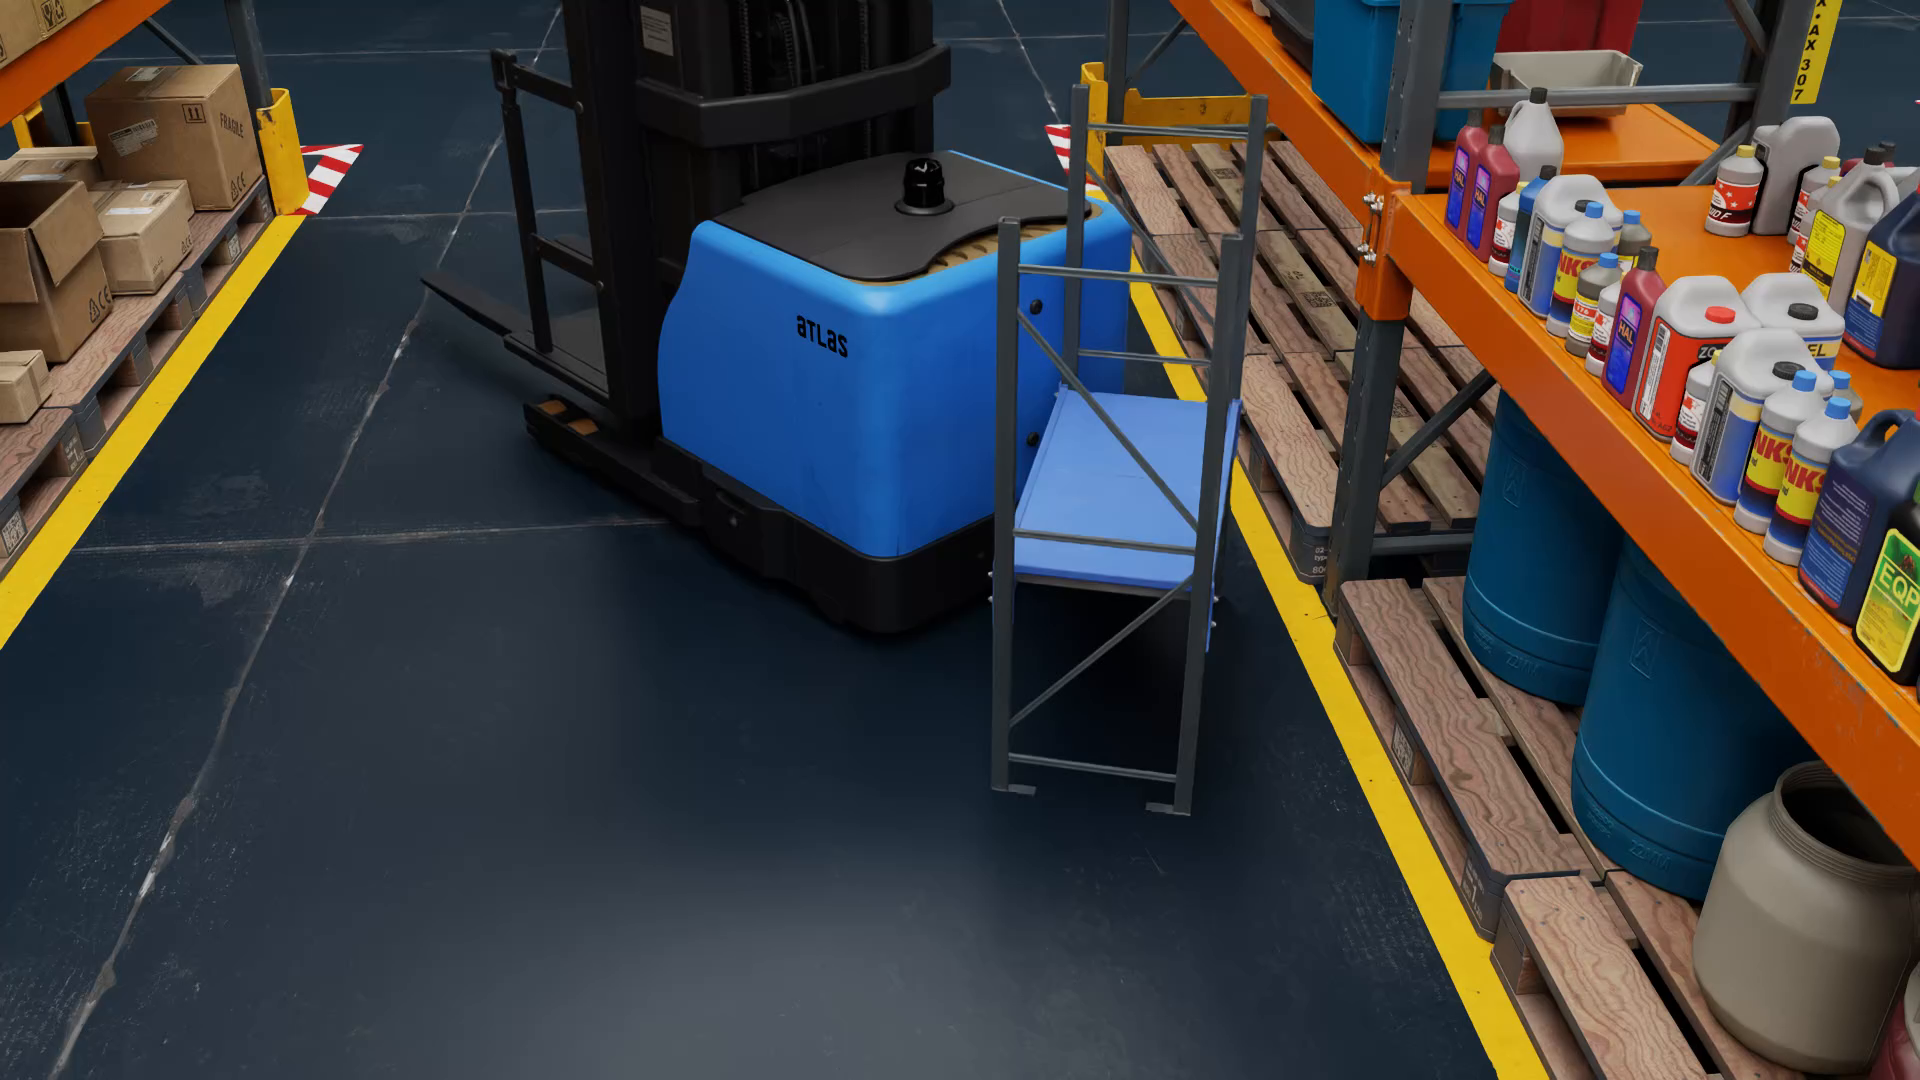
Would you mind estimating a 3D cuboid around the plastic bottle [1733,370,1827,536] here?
[{"bbox_3d":[1.336,-0.145,2.693,0.097,0.271,0.097,0,31,0],"label":"plastic bottle"}]

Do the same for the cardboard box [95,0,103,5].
[{"bbox_3d":[-3.320,-2.221,5.946,0.500,0.500,0.500,-3,31,-4],"label":"cardboard box"}]

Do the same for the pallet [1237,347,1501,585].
[{"bbox_3d":[1.473,-0.283,5.518,1.003,0.211,1.213,-3,31,-5],"label":"pallet"}]

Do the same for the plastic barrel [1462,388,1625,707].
[{"bbox_3d":[1.614,-0.108,4.142,0.600,0.901,0.708,-3,31,-5],"label":"plastic barrel"}]

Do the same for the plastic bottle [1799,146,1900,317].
[{"bbox_3d":[1.848,-0.625,3.419,0.144,0.351,0.185,-3,31,-5],"label":"plastic bottle"}]

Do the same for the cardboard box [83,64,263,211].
[{"bbox_3d":[-3.430,-1.763,7.286,0.500,0.500,0.500,-3,31,-5],"label":"cardboard box"}]

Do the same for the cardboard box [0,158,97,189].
[{"bbox_3d":[-3.911,-1.375,6.880,0.500,0.250,0.500,-3,31,-5],"label":"cardboard box"}]

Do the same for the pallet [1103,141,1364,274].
[{"bbox_3d":[1.245,-1.529,7.604,1.003,0.211,1.213,-3,31,-5],"label":"pallet"}]

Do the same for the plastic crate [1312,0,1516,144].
[{"bbox_3d":[1.197,-1.348,4.538,0.392,0.384,0.575,-3,31,-5],"label":"plastic crate"}]

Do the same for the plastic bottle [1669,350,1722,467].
[{"bbox_3d":[1.314,-0.234,2.910,0.097,0.201,0.097,0,31,0],"label":"plastic bottle"}]

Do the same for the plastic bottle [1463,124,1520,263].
[{"bbox_3d":[1.202,-0.781,3.746,0.061,0.283,0.133,-3,31,-5],"label":"plastic bottle"}]

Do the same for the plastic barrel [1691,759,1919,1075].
[{"bbox_3d":[1.644,0.714,3.146,0.421,0.512,0.421,0,31,0],"label":"plastic barrel"}]

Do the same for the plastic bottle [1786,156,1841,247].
[{"bbox_3d":[1.977,-0.778,3.821,0.097,0.201,0.097,0,31,0],"label":"plastic bottle"}]

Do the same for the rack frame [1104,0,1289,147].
[{"bbox_3d":[1.206,-3.149,7.597,1.000,3.000,0.127,-3,31,-5],"label":"rack frame"}]

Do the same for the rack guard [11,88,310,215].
[{"bbox_3d":[-3.719,-1.802,7.779,1.175,0.500,0.348,-3,31,-5],"label":"rack guard"}]

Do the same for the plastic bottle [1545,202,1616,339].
[{"bbox_3d":[1.262,-0.550,3.370,0.097,0.271,0.097,0,31,0],"label":"plastic bottle"}]

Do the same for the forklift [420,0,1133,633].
[{"bbox_3d":[-0.861,-1.663,5.176,1.130,2.935,3.031,-26,39,-36],"label":"forklift"}]

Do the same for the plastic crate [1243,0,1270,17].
[{"bbox_3d":[1.118,-1.894,5.694,0.293,0.136,0.466,-3,31,-5],"label":"plastic crate"}]

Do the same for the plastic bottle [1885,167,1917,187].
[{"bbox_3d":[1.973,-0.681,3.586,0.152,0.276,0.135,-3,31,-5],"label":"plastic bottle"}]

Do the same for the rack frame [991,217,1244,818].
[{"bbox_3d":[0.326,0.008,3.774,0.500,1.500,0.032,6,31,10],"label":"rack frame"}]

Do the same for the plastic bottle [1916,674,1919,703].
[{"bbox_3d":[1.411,0.104,2.199,0.144,0.351,0.185,-3,31,-5],"label":"plastic bottle"}]

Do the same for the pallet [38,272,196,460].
[{"bbox_3d":[-3.532,-0.649,6.131,1.003,0.211,1.213,-3,31,-5],"label":"pallet"}]

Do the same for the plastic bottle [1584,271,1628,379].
[{"bbox_3d":[1.280,-0.420,3.222,0.097,0.201,0.097,0,31,0],"label":"plastic bottle"}]

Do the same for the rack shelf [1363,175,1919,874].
[{"bbox_3d":[1.767,0.223,2.653,1.077,0.370,4.000,-3,31,-5],"label":"rack shelf"}]

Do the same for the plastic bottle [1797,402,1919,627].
[{"bbox_3d":[1.381,-0.059,2.471,0.144,0.351,0.185,-3,31,-5],"label":"plastic bottle"}]

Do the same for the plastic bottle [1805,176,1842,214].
[{"bbox_3d":[1.929,-0.707,3.702,0.097,0.201,0.097,0,31,0],"label":"plastic bottle"}]

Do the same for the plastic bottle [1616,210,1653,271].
[{"bbox_3d":[1.401,-0.595,3.516,0.097,0.201,0.097,0,31,0],"label":"plastic bottle"}]

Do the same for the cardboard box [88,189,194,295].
[{"bbox_3d":[-3.371,-1.170,6.535,0.500,0.250,0.500,-3,31,-5],"label":"cardboard box"}]

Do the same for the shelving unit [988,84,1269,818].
[{"bbox_3d":[0.430,-0.247,4.201,0.538,1.500,1.048,6,31,10],"label":"shelving unit"}]

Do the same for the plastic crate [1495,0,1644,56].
[{"bbox_3d":[1.746,-1.628,4.929,0.402,0.464,0.583,-3,31,-5],"label":"plastic crate"}]

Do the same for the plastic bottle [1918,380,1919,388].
[{"bbox_3d":[1.898,-0.406,3.130,0.097,0.271,0.097,0,31,0],"label":"plastic bottle"}]

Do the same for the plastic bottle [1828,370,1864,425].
[{"bbox_3d":[1.475,-0.191,2.839,0.097,0.201,0.097,0,31,0],"label":"plastic bottle"}]

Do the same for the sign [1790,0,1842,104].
[{"bbox_3d":[2.128,-1.251,4.149,0.100,0.325,0.005,-3,31,-5],"label":"sign"}]

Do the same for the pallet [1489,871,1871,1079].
[{"bbox_3d":[1.728,1.111,3.185,1.003,0.211,1.213,-3,31,-5],"label":"pallet"}]

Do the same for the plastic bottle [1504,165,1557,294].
[{"bbox_3d":[1.240,-0.668,3.569,0.097,0.271,0.097,0,31,0],"label":"plastic bottle"}]

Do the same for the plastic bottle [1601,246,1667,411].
[{"bbox_3d":[1.273,-0.395,3.101,0.061,0.283,0.133,-3,31,-5],"label":"plastic bottle"}]

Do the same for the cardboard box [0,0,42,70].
[{"bbox_3d":[-3.224,-1.704,5.081,0.500,0.500,0.500,-3,31,-5],"label":"cardboard box"}]
